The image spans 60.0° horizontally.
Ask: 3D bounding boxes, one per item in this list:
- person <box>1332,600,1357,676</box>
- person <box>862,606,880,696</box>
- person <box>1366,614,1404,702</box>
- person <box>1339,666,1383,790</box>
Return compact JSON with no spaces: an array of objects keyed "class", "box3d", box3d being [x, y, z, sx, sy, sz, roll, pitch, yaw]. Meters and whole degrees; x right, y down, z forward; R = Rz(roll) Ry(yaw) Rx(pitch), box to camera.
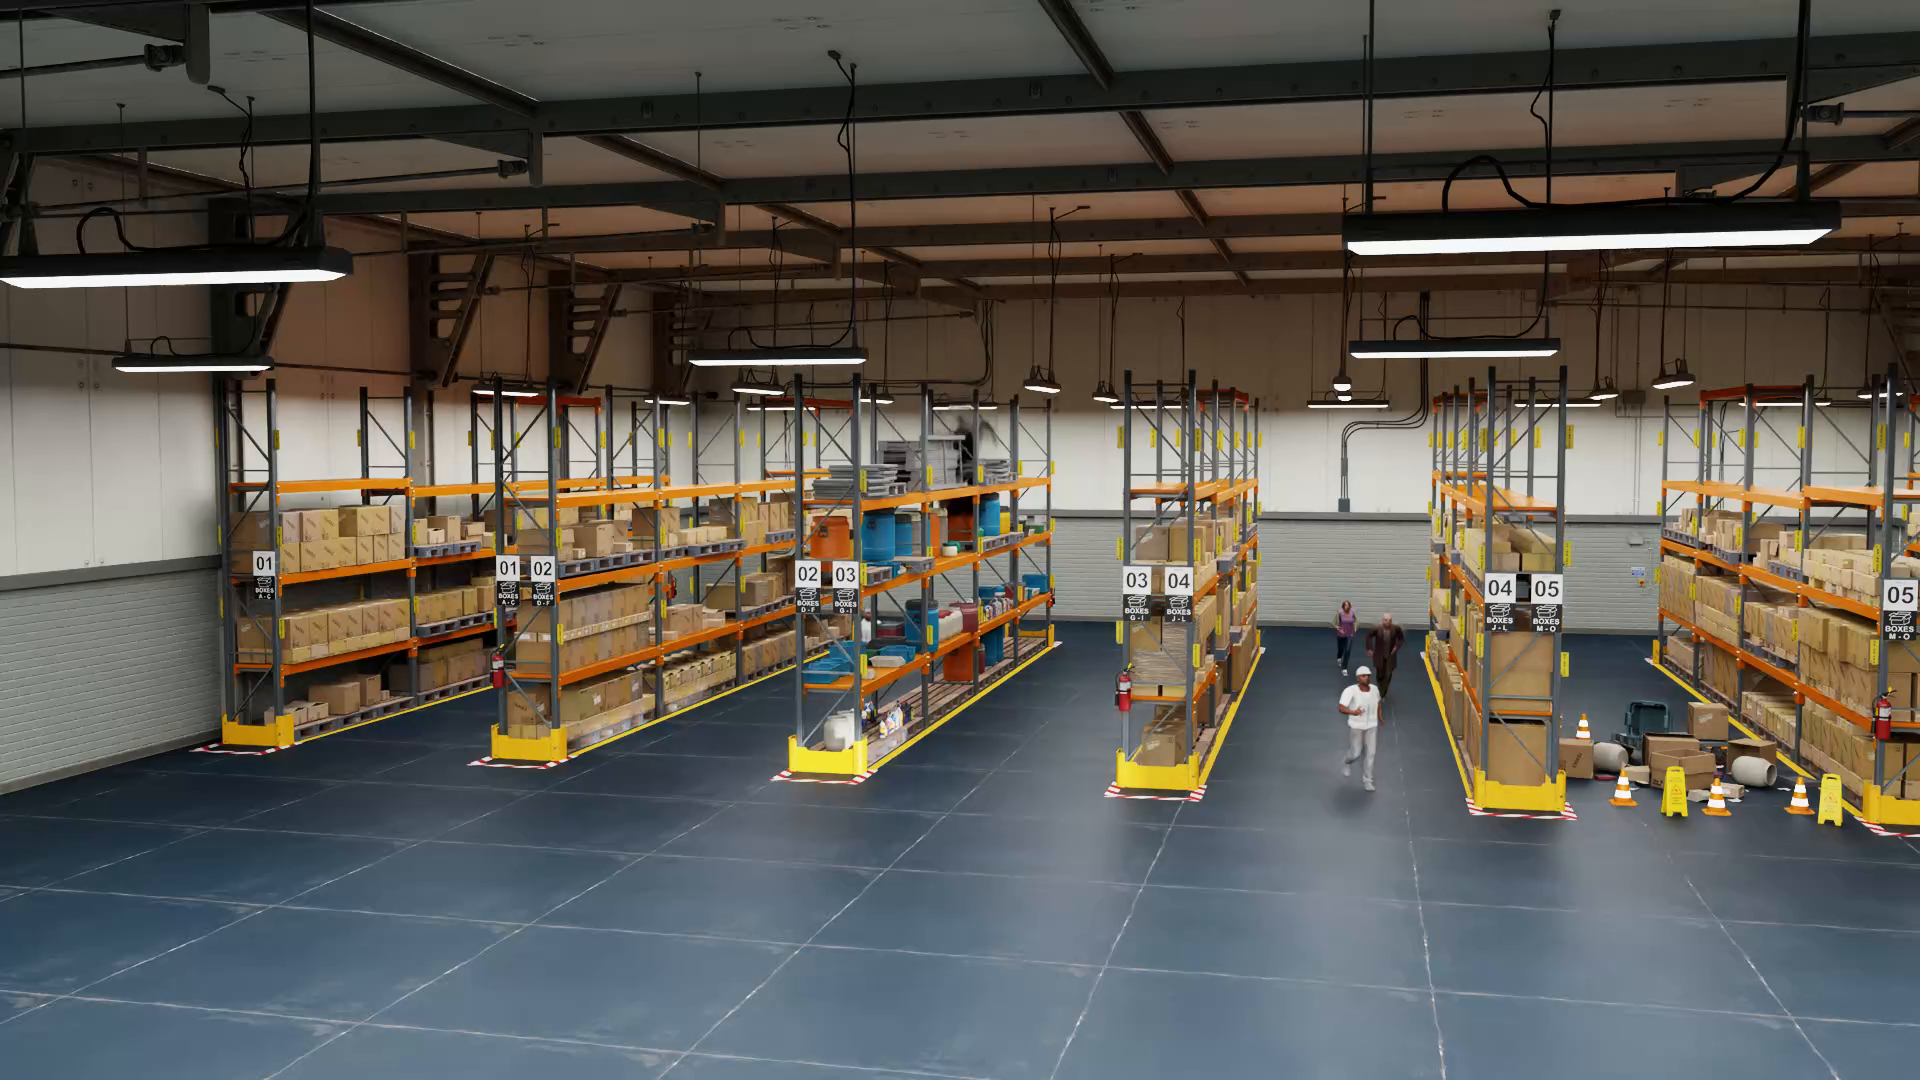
[{"class":"person","box3d":[8.264,2.076,35.726,0.566,1.588,0.868,0,3,1]},{"class":"person","box3d":[-1.818,2.164,32.970,0.564,1.740,0.775,1,4,13]},{"class":"person","box3d":[8.165,2.250,31.998,0.704,1.715,0.799,0,3,3]},{"class":"person","box3d":[5.776,2.681,23.940,0.724,1.749,0.864,-1,3,-11]}]
